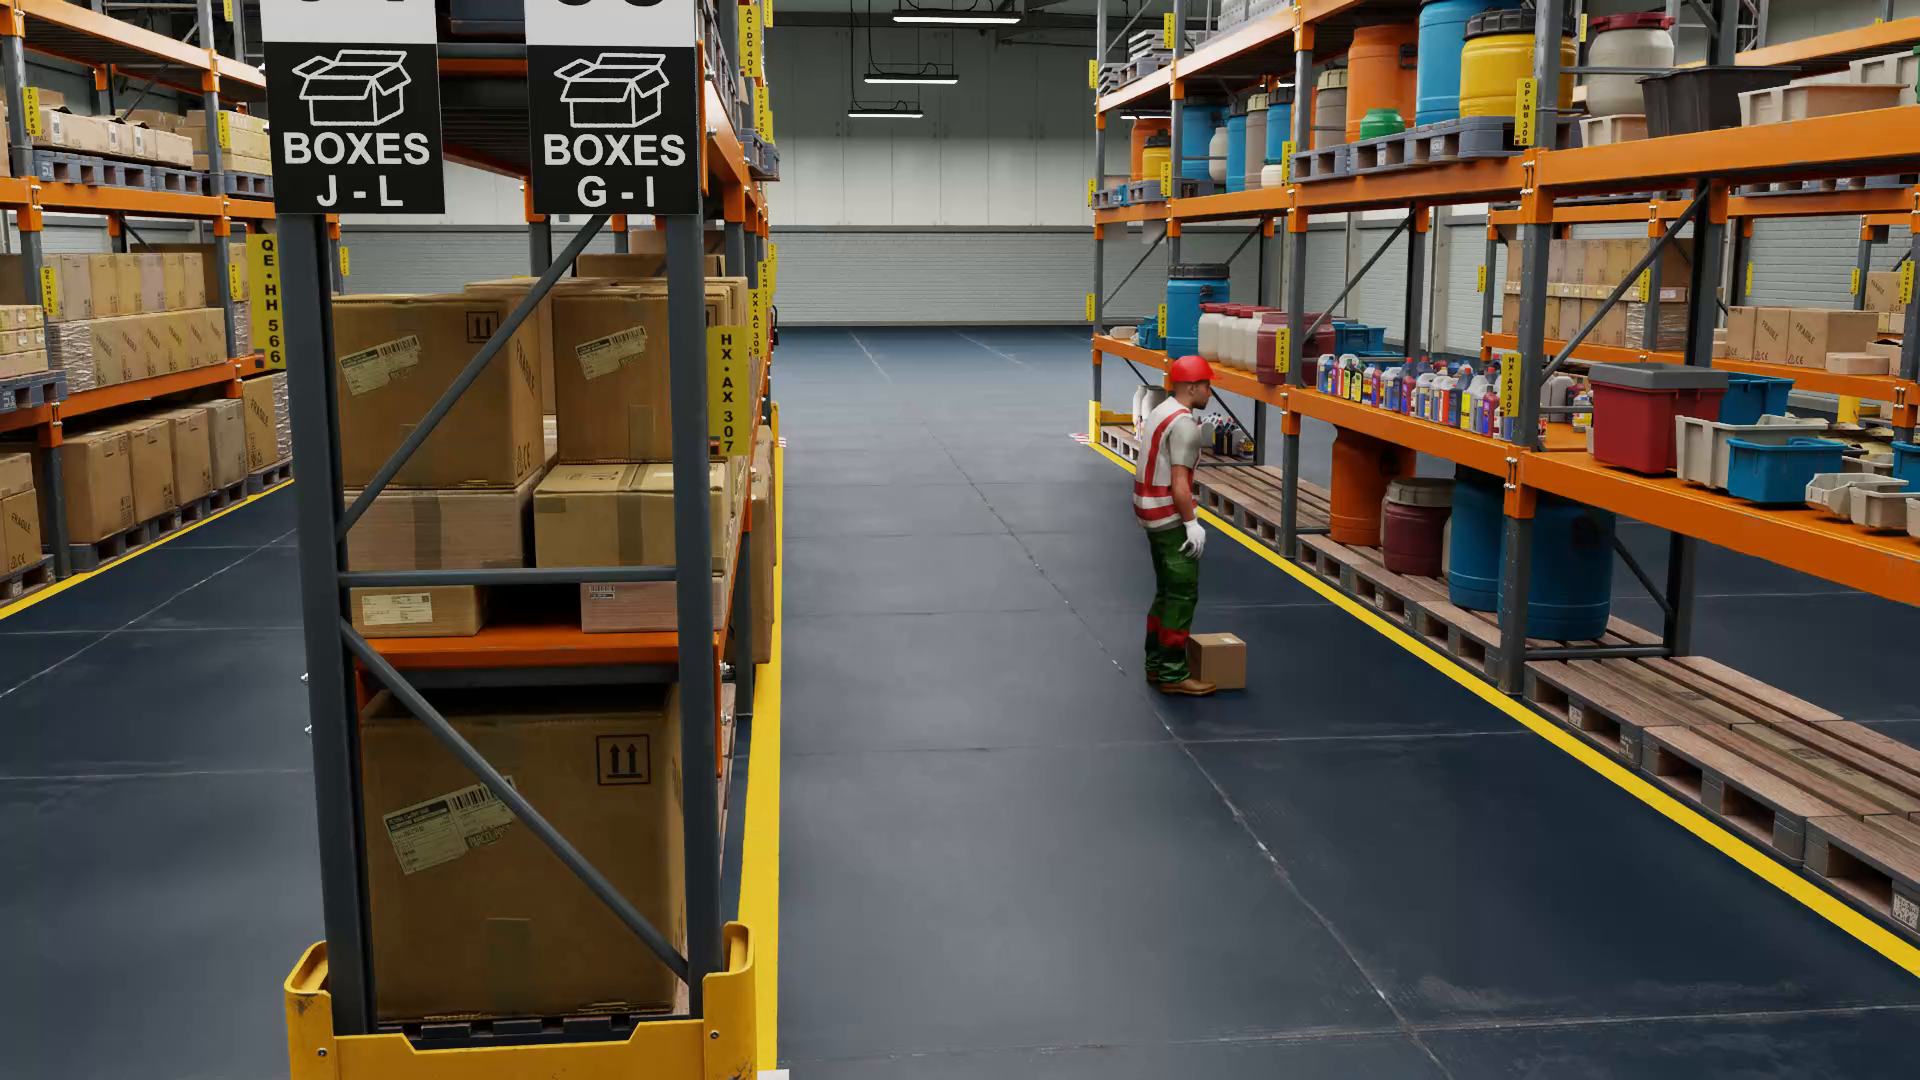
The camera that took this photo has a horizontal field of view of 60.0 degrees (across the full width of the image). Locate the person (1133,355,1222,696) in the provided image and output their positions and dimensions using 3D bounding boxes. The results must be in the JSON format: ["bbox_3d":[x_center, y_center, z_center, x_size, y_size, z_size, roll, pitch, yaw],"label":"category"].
[{"bbox_3d":[1.163,-0.090,8.867,0.448,1.780,0.608,-1,10,-6],"label":"person"}]
